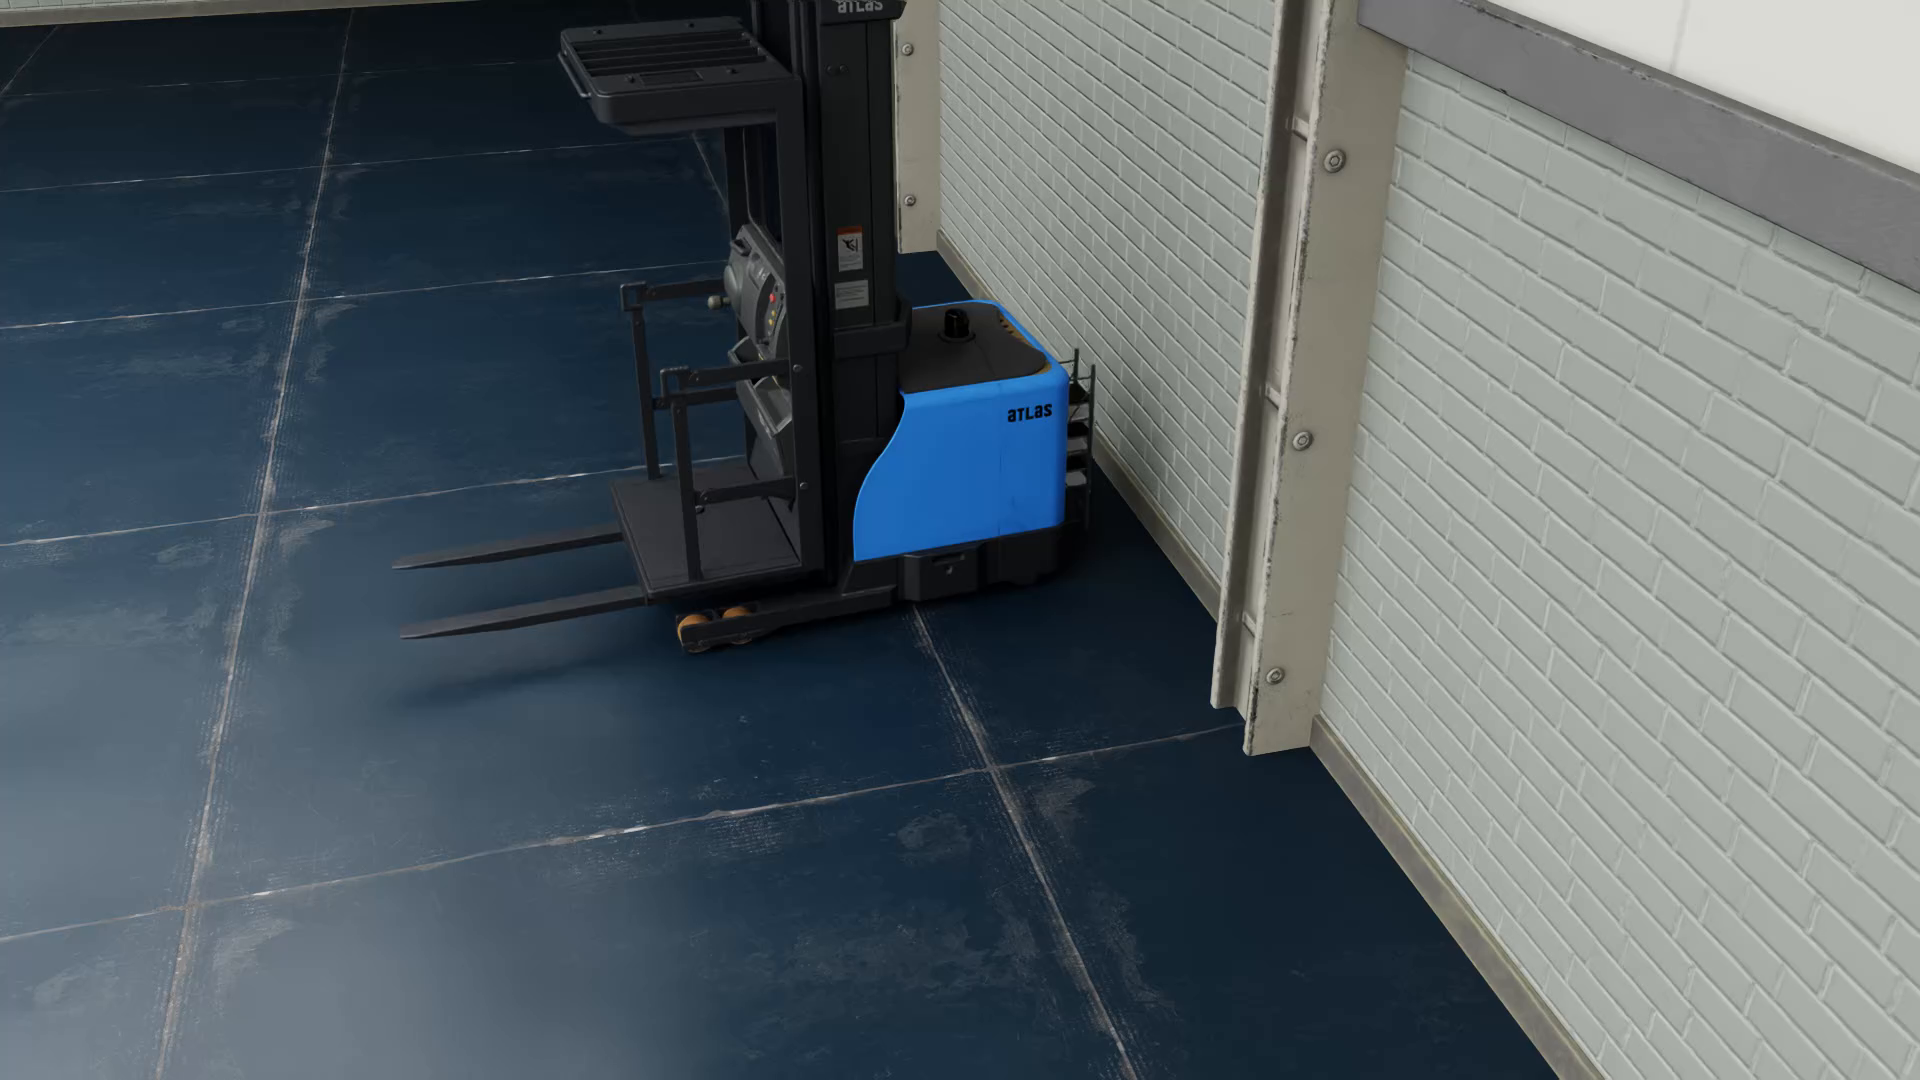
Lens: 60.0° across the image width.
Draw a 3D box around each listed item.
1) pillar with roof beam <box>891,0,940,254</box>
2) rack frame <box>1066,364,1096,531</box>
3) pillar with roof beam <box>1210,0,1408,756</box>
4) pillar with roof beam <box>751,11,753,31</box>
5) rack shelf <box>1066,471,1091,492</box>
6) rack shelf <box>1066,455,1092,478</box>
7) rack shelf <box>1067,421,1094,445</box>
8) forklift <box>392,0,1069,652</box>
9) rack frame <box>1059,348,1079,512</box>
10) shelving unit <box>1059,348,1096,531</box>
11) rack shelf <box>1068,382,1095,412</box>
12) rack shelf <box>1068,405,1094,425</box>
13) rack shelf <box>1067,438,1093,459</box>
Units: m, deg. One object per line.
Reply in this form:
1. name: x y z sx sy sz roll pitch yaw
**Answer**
1. pillar with roof beam: -4.481 -5.460 8.700 9.100 9.000 0.400 -8 31 -13
2. rack frame: 0.529 -0.424 8.083 0.240 0.900 0.006 -10 32 -17
3. pillar with roof beam: -2.889 -2.562 3.694 9.100 9.000 0.400 -8 31 -13
4. pillar with roof beam: -6.074 -8.358 13.707 9.100 9.000 0.400 -8 31 -13
5. rack shelf: 0.495 -0.287 8.273 0.258 0.077 0.200 -10 32 -17
6. rack shelf: 0.495 -0.365 8.228 0.258 0.077 0.200 -10 32 -17
7. rack shelf: 0.495 -0.521 8.138 0.258 0.077 0.200 -10 32 -17
8. forklift: -1.069 -1.068 7.169 3.031 2.935 1.130 -10 32 -17
9. rack frame: 0.462 -0.520 8.250 0.240 0.900 0.006 -10 32 -17
10. shelving unit: 0.495 -0.472 8.167 0.258 0.900 0.210 -10 32 -17
11. rack shelf: 0.495 -0.677 8.048 0.258 0.077 0.200 -10 32 -17
12. rack shelf: 0.495 -0.599 8.093 0.258 0.077 0.200 -10 32 -17
13. rack shelf: 0.495 -0.443 8.183 0.258 0.077 0.200 -10 32 -17
